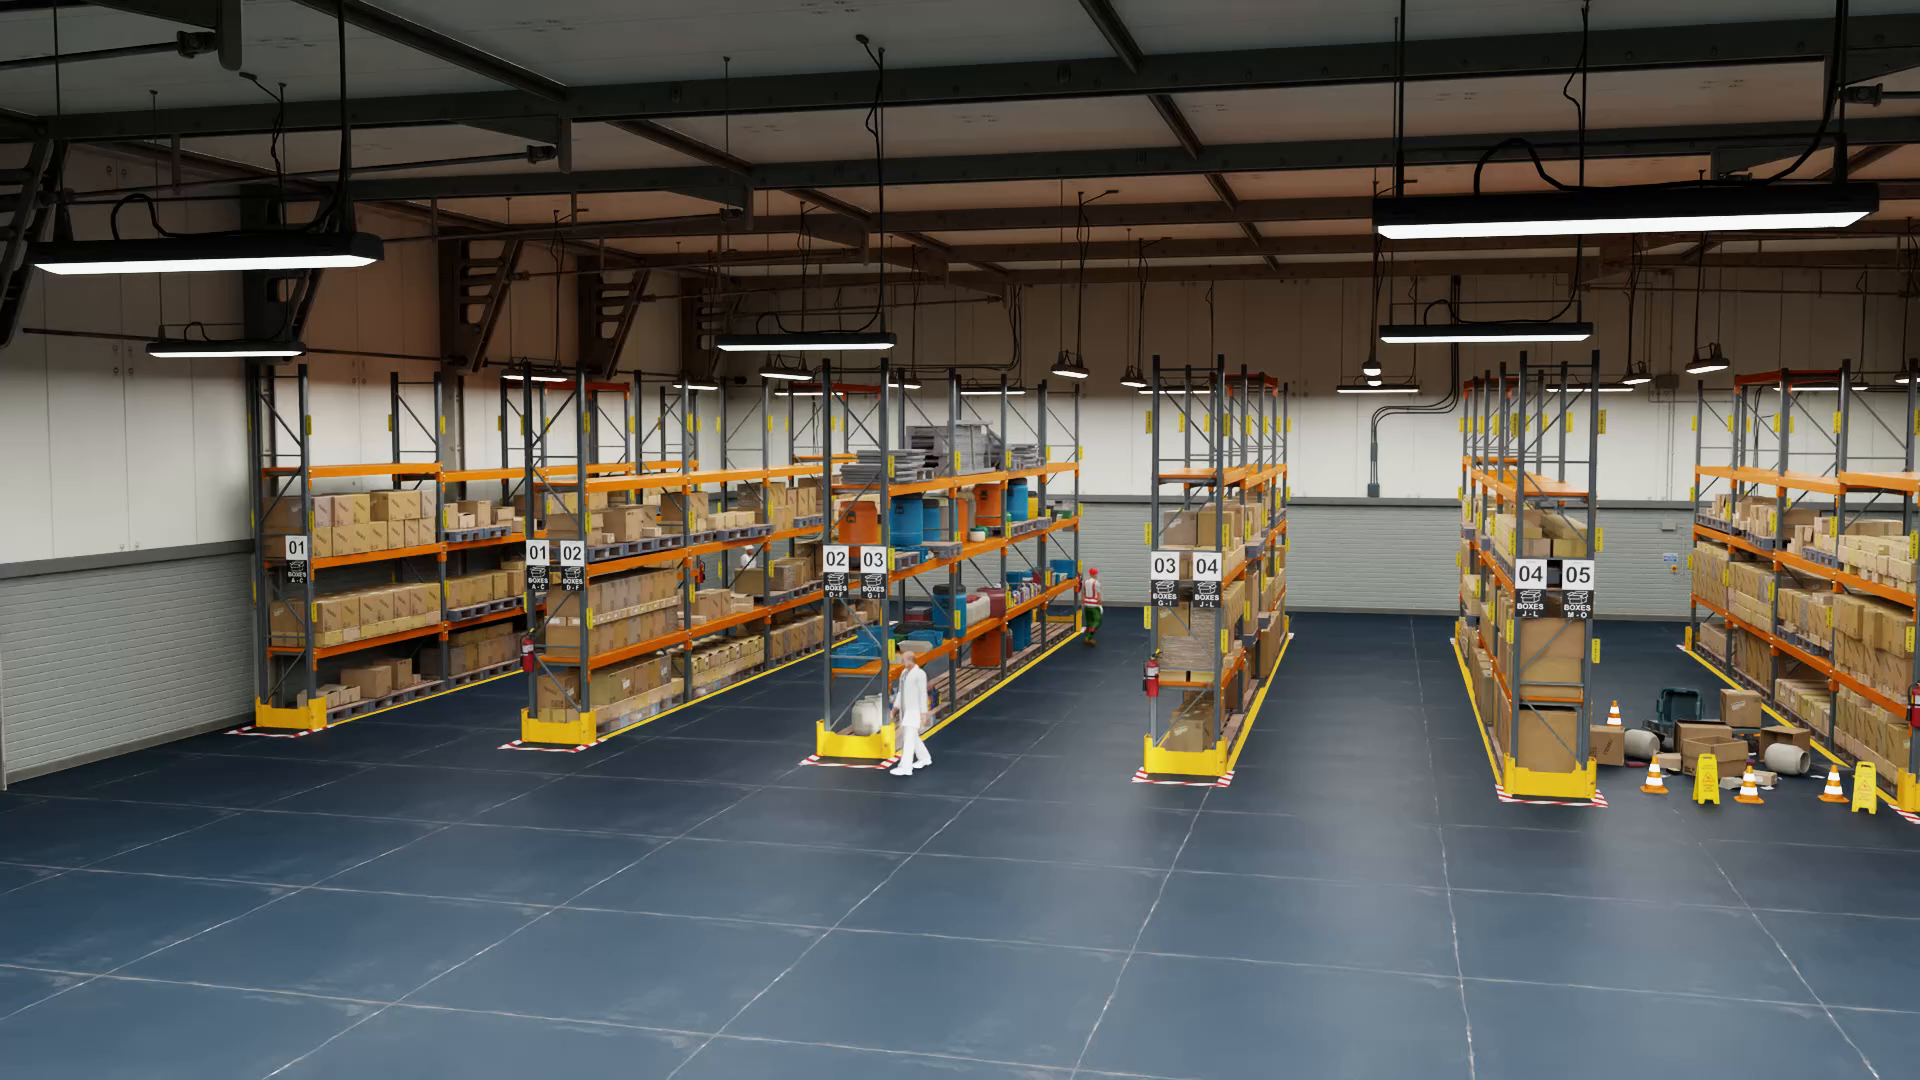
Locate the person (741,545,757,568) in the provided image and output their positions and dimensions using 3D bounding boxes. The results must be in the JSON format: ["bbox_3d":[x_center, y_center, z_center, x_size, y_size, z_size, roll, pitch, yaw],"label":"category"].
[{"bbox_3d":[-5.708,1.004,44.812,0.455,1.782,0.595,1,4,16],"label":"person"}]

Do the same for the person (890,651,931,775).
[{"bbox_3d":[-0.734,2.473,24.010,0.886,1.743,0.612,-3,5,-32],"label":"person"}]

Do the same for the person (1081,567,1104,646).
[{"bbox_3d":[2.963,1.518,37.631,0.547,1.787,0.587,-3,5,-41],"label":"person"}]
